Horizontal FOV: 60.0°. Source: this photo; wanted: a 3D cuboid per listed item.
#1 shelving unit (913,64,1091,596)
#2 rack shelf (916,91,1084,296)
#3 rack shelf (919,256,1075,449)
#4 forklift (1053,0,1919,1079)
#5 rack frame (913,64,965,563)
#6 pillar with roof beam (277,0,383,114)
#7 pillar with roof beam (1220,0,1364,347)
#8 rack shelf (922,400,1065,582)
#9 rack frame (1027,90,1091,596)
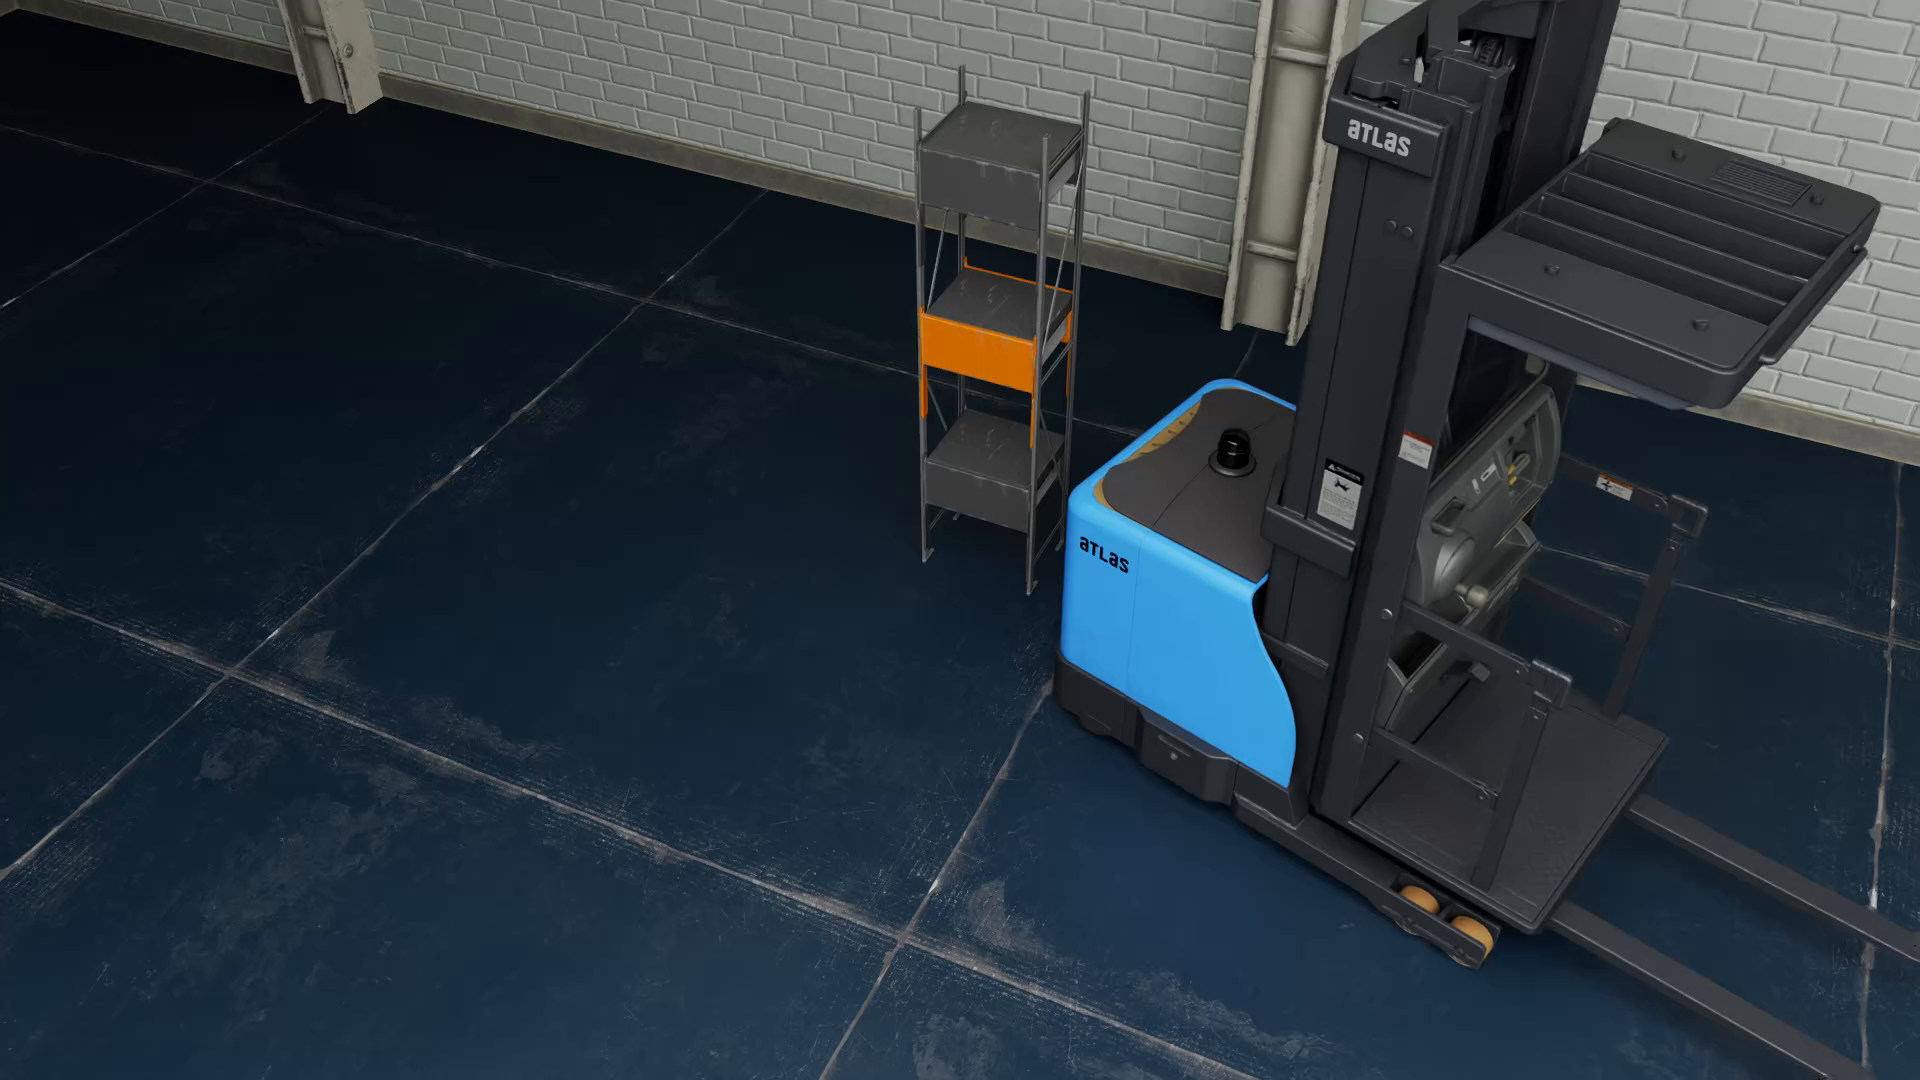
[{"bbox_3d":[0.150,-0.748,6.509,0.503,2.100,0.431,17,44,19],"label":"shelving unit"},{"bbox_3d":[0.150,-1.266,6.060,0.480,0.518,0.431,17,44,19],"label":"rack shelf"},{"bbox_3d":[0.150,-0.737,6.518,0.480,0.518,0.431,17,44,19],"label":"rack shelf"},{"bbox_3d":[1.811,-0.071,5.094,3.031,2.935,1.130,29,49,29],"label":"forklift"},{"bbox_3d":[-0.071,-0.815,6.587,0.015,2.100,0.400,17,44,19],"label":"rack frame"},{"bbox_3d":[-5.685,-3.626,4.562,0.400,9.000,9.100,17,44,19],"label":"pillar with roof beam"},{"bbox_3d":[-0.248,-1.964,2.645,0.400,9.000,9.100,17,44,19],"label":"pillar with roof beam"},{"bbox_3d":[0.150,-0.208,6.977,0.480,0.518,0.431,17,44,19],"label":"rack shelf"},{"bbox_3d":[0.371,-0.680,6.431,0.015,2.100,0.400,17,44,19],"label":"rack frame"}]
